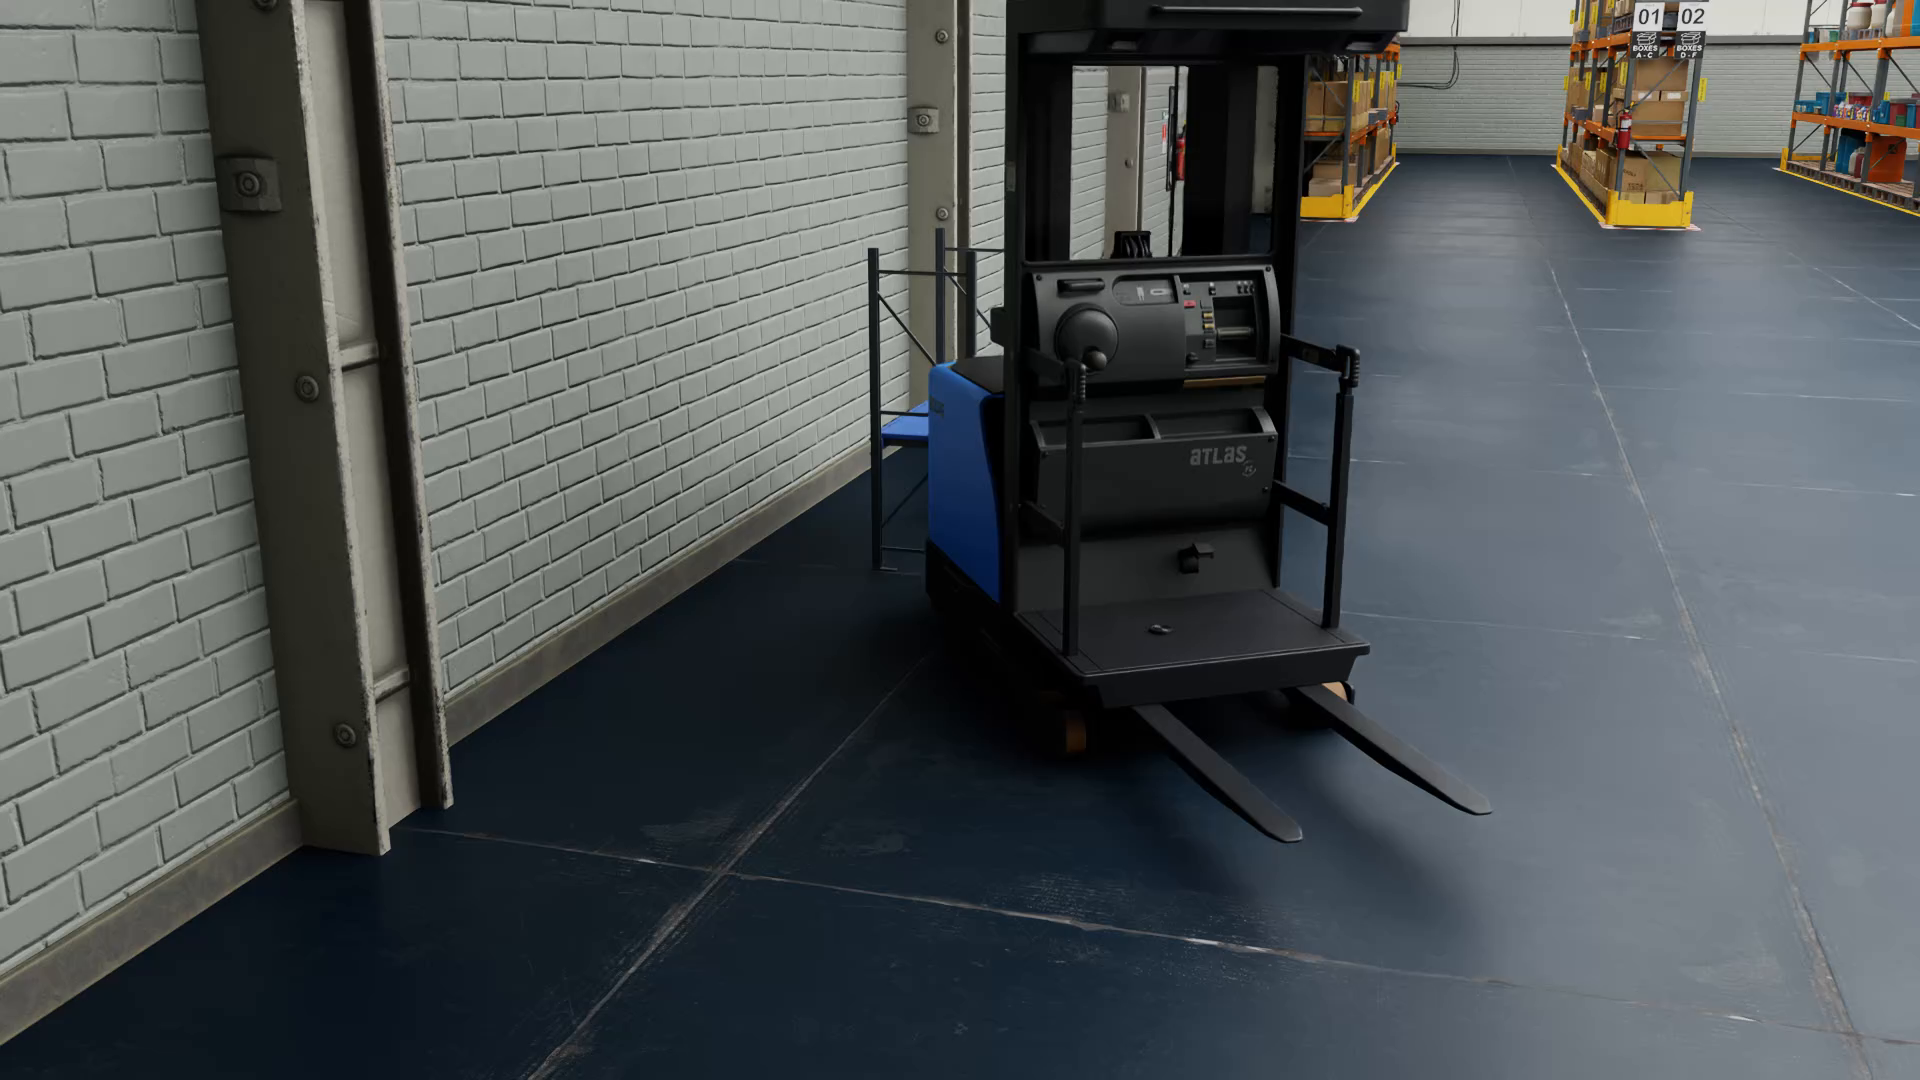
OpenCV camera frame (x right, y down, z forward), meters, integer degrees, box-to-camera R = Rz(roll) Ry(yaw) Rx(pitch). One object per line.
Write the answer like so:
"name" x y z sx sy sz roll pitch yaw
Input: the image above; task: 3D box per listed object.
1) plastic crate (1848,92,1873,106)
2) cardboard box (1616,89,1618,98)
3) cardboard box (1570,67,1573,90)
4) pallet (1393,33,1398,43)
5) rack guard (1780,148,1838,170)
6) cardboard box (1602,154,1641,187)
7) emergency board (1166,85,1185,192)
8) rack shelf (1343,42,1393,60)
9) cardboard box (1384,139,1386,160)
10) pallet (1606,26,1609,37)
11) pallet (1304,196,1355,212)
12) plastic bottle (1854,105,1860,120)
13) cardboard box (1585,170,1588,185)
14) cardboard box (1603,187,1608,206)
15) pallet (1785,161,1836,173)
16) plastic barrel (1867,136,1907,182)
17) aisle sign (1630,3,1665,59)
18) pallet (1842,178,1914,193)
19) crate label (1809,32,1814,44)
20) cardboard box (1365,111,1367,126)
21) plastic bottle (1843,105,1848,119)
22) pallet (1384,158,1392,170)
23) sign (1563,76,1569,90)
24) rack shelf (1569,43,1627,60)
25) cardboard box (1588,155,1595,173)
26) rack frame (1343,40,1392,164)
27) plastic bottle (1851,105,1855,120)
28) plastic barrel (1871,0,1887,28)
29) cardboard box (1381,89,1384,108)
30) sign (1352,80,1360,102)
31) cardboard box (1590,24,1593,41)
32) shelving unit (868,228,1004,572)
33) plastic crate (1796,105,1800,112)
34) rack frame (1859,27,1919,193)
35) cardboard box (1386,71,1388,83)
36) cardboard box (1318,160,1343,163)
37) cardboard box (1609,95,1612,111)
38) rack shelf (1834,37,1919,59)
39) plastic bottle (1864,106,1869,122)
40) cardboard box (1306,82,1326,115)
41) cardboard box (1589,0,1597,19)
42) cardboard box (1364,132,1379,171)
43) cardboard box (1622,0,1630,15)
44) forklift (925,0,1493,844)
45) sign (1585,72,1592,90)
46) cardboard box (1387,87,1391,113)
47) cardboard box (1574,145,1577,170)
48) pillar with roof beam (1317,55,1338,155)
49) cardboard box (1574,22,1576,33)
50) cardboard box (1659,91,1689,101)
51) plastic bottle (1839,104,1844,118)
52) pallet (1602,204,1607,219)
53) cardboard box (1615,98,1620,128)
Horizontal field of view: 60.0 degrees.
"plastic crate" 19.024 -9.233 35.155 0.402 0.464 0.583 5 16 16
"cardboard box" 11.030 -7.354 27.387 0.380 0.149 0.250 4 16 15
"cardboard box" 14.252 -10.556 38.033 0.500 0.500 0.500 5 17 17
"pallet" 9.623 -11.659 38.602 1.003 0.211 1.213 5 16 16
"rack guard" 19.661 -8.810 38.474 1.175 0.500 0.348 5 16 16
"cardboard box" 10.509 -5.870 26.424 0.500 0.500 0.500 5 16 16
"emergency board" 2.547 -4.624 19.136 0.194 1.169 0.643 5 16 16
"rack shelf" 8.463 -10.301 34.970 1.077 0.370 4.000 5 16 16
"cardboard box" 9.488 -9.045 38.534 0.700 0.500 0.500 4 16 15
"pallet" 12.223 -9.172 30.019 1.003 0.211 1.213 5 17 18
"pallet" 5.908 -5.476 27.248 1.003 0.211 1.213 5 16 16
"plastic bottle" 17.424 -8.294 32.288 0.061 0.283 0.133 5 16 16
"cardboard box" 11.785 -6.660 30.583 0.500 0.250 0.500 5 17 17
"cardboard box" 10.372 -5.379 26.064 0.500 0.250 0.500 5 16 16
"pallet" 19.395 -8.451 37.737 1.003 0.211 1.213 5 16 16
"plastic barrel" 17.516 -7.200 31.423 0.600 0.830 0.708 5 16 16
"aisle sign" 10.072 -7.461 24.371 0.394 0.787 0.004 5 16 16
"pallet" 17.577 -6.780 31.847 1.003 0.211 1.213 5 16 16
"crate label" 19.095 -11.160 36.955 0.408 0.251 0.502 5 16 16
"cardboard box" 6.765 -7.294 28.788 0.500 0.250 0.500 5 17 16
"plastic bottle" 17.770 -8.565 33.257 0.152 0.276 0.135 5 16 16
"pallet" 9.667 -8.899 39.315 1.003 0.211 1.213 5 16 16
"sign" 14.398 -10.849 39.495 0.100 0.325 0.005 5 16 16
"rack shelf" 14.350 -10.964 37.309 1.077 0.370 4.000 5 16 16
"cardboard box" 11.635 -6.795 30.031 0.500 0.311 0.500 5 16 16
"rack frame" 9.032 -9.727 37.126 1.000 3.000 0.127 5 16 16
"plastic bottle" 17.515 -8.377 32.581 0.061 0.283 0.133 5 16 16
"plastic barrel" 17.753 -10.098 31.919 0.433 0.535 0.433 0 16 0
"cardboard box" 8.436 -9.125 34.238 0.500 0.500 0.500 5 17 18
"sign" 6.142 -6.962 25.791 0.100 0.325 0.005 5 16 16
"cardboard box" 13.030 -10.175 33.024 0.910 0.500 0.500 5 16 16
"shelving unit" -0.024 -0.699 8.046 0.538 1.500 1.048 5 16 16
"plastic crate" 19.110 -9.791 37.724 0.250 0.136 0.298 5 16 16
"rack frame" 17.393 -7.912 30.728 1.000 3.000 0.127 5 16 16
"cardboard box" 8.990 -10.014 35.997 0.500 0.250 0.500 5 17 17
"cardboard box" 6.501 -6.368 29.060 0.500 0.500 0.500 3 16 12
"cardboard box" 12.184 -7.905 30.520 0.500 0.500 0.500 4 16 13
"rack shelf" 17.962 -9.532 32.261 1.077 0.370 4.000 5 16 16
"plastic bottle" 17.165 -8.055 31.446 0.061 0.283 0.133 5 16 16
"cardboard box" 5.551 -7.026 26.466 0.500 0.500 0.500 4 16 15
"cardboard box" 13.884 -11.446 35.675 0.700 0.500 0.500 5 16 16
"cardboard box" 8.230 -8.031 34.315 0.750 0.750 0.750 4 16 15
"cardboard box" 10.604 -8.341 25.880 0.500 0.311 0.500 7 17 22
"forklift" 0.768 -0.786 5.728 1.130 2.935 3.031 -5 17 -16
"sign" 12.122 -8.856 32.078 0.100 0.325 0.005 5 16 16
"cardboard box" 9.201 -10.012 37.581 0.980 0.700 0.700 5 17 17
"cardboard box" 13.121 -7.975 34.723 0.500 0.500 0.500 5 17 17
"pillar with roof beam" 12.529 -12.530 36.012 9.100 9.000 0.400 5 16 16
"cardboard box" 14.374 -11.757 38.146 0.500 0.250 0.500 5 16 16
"cardboard box" 10.690 -6.650 24.907 0.380 0.149 0.250 5 16 15
"plastic bottle" 17.870 -8.681 33.675 0.097 0.271 0.097 0 16 0
"pallet" 10.549 -5.066 25.804 1.003 0.211 1.213 5 16 16
"cardboard box" 11.245 -7.044 27.483 0.700 0.500 0.500 4 16 15
